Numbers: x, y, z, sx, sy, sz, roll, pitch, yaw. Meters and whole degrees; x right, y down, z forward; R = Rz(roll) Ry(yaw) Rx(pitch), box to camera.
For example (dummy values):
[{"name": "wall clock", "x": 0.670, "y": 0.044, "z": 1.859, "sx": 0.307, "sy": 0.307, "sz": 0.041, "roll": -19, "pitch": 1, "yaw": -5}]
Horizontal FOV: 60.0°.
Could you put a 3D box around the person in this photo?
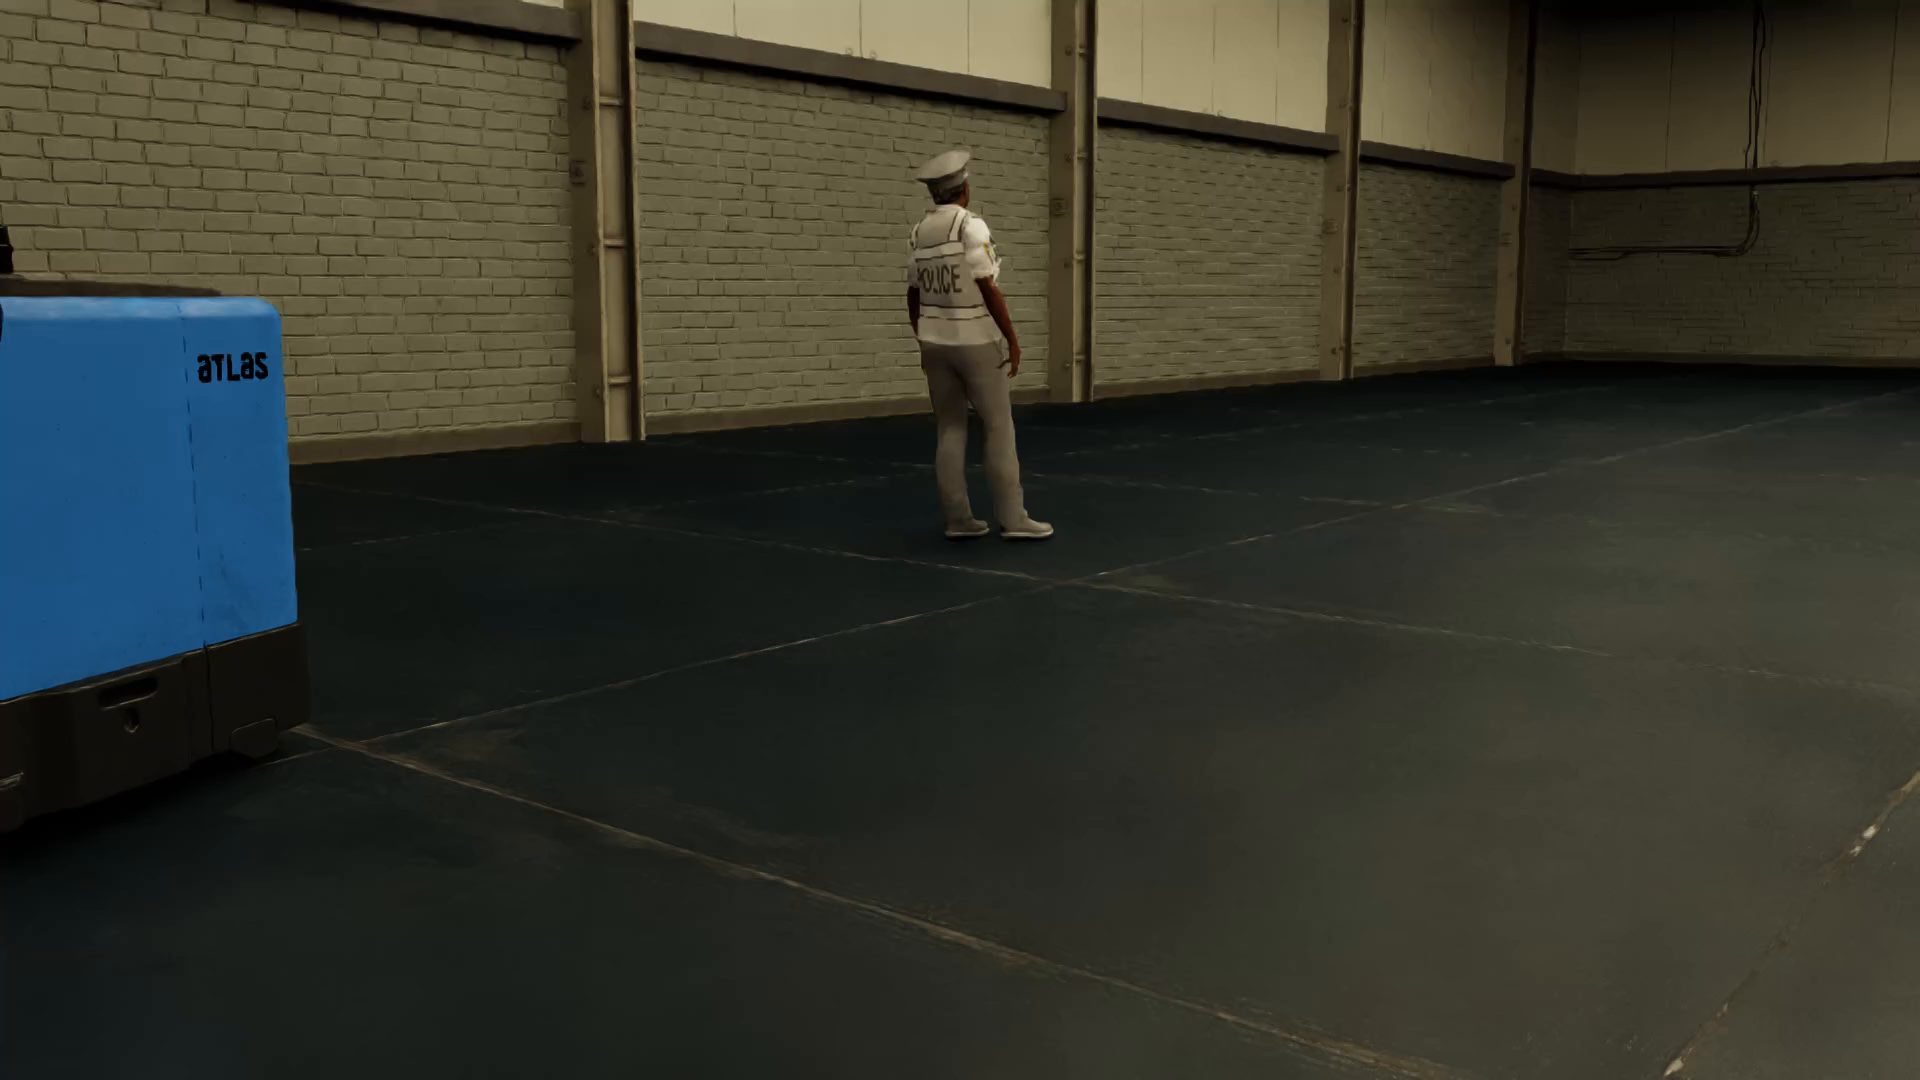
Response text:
[{"name": "person", "x": 0.062, "y": -0.852, "z": 7.327, "sx": 0.570, "sy": 1.693, "sz": 0.529, "roll": 7, "pitch": 11, "yaw": 38}]

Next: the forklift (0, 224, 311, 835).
[{"name": "forklift", "x": -2.511, "y": -0.774, "z": 2.571, "sx": 1.130, "sy": 2.935, "sz": 3.031, "roll": 3, "pitch": 9, "yaw": 19}]
